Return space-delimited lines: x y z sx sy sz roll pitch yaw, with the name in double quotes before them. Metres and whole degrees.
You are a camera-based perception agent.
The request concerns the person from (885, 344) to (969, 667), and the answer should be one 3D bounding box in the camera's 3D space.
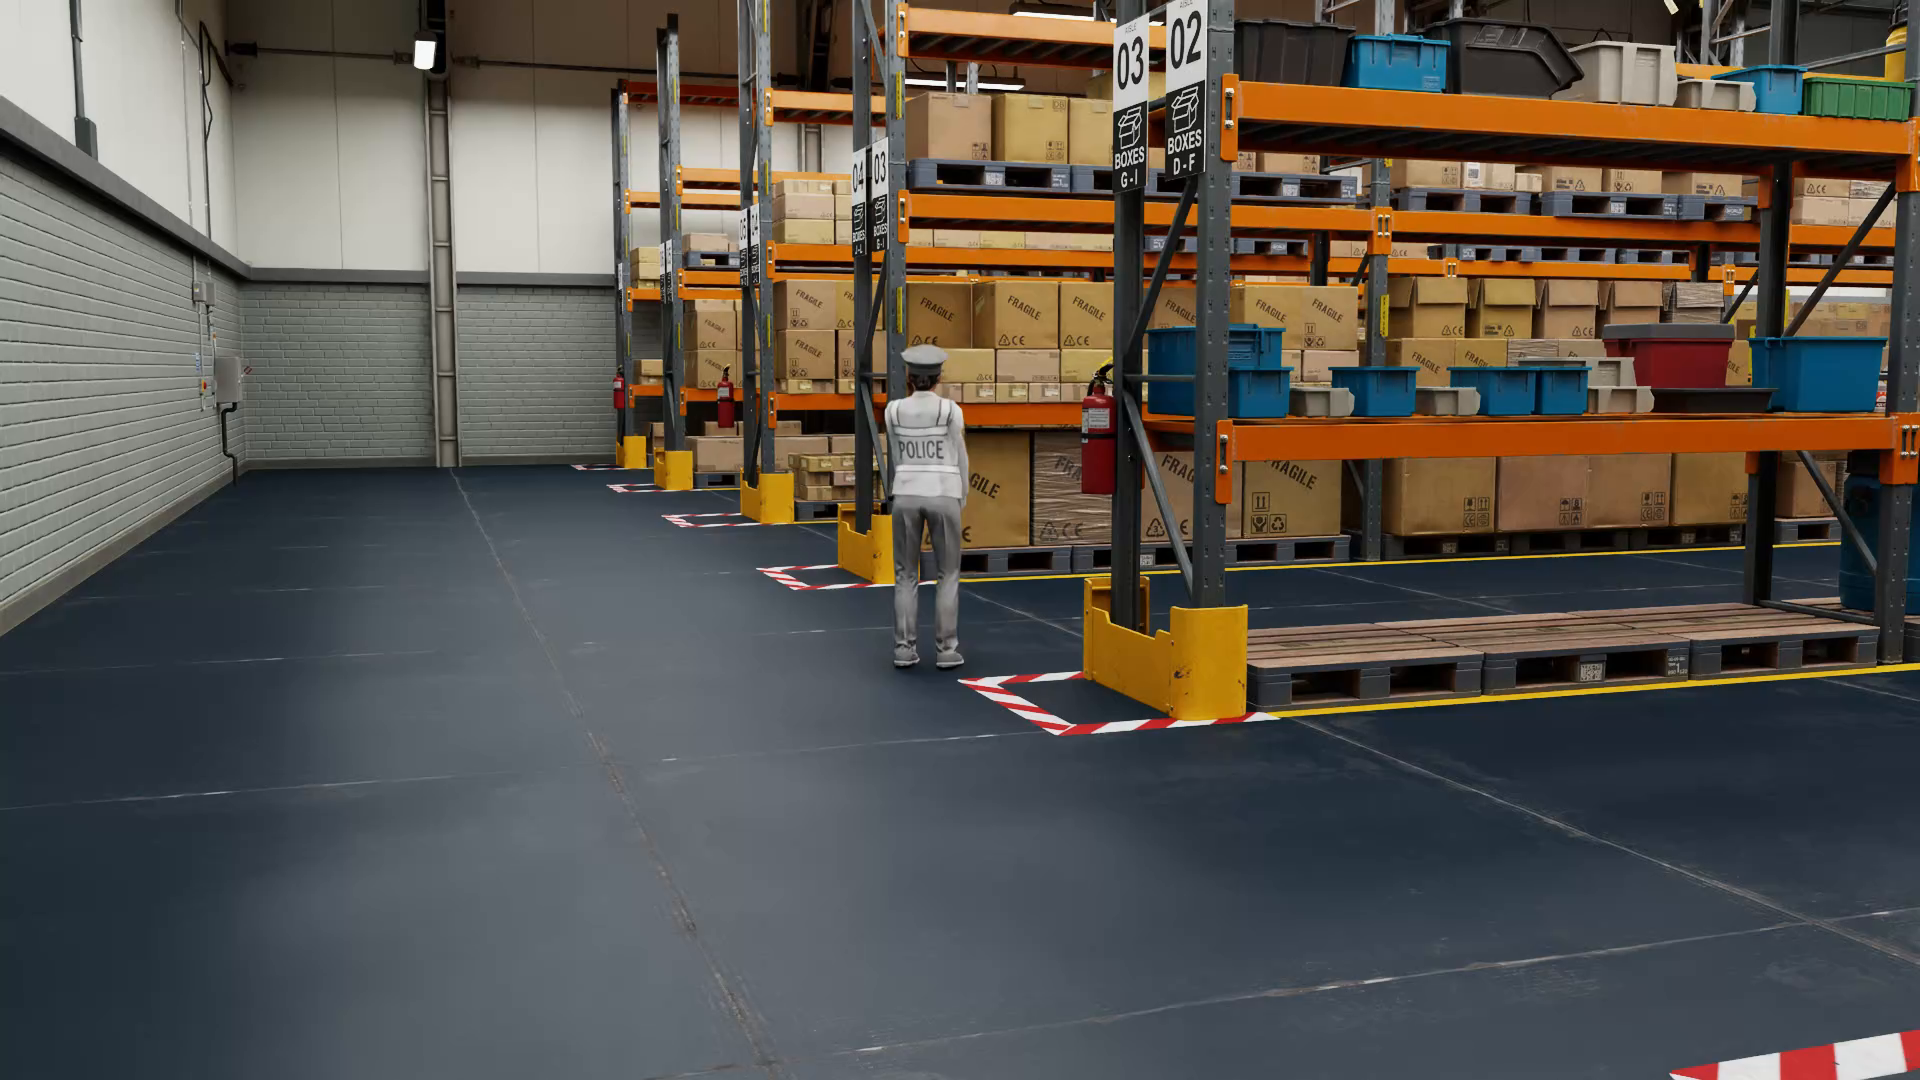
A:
"person" -0.166 -0.181 8.748 0.414 1.689 0.523 1 6 11
